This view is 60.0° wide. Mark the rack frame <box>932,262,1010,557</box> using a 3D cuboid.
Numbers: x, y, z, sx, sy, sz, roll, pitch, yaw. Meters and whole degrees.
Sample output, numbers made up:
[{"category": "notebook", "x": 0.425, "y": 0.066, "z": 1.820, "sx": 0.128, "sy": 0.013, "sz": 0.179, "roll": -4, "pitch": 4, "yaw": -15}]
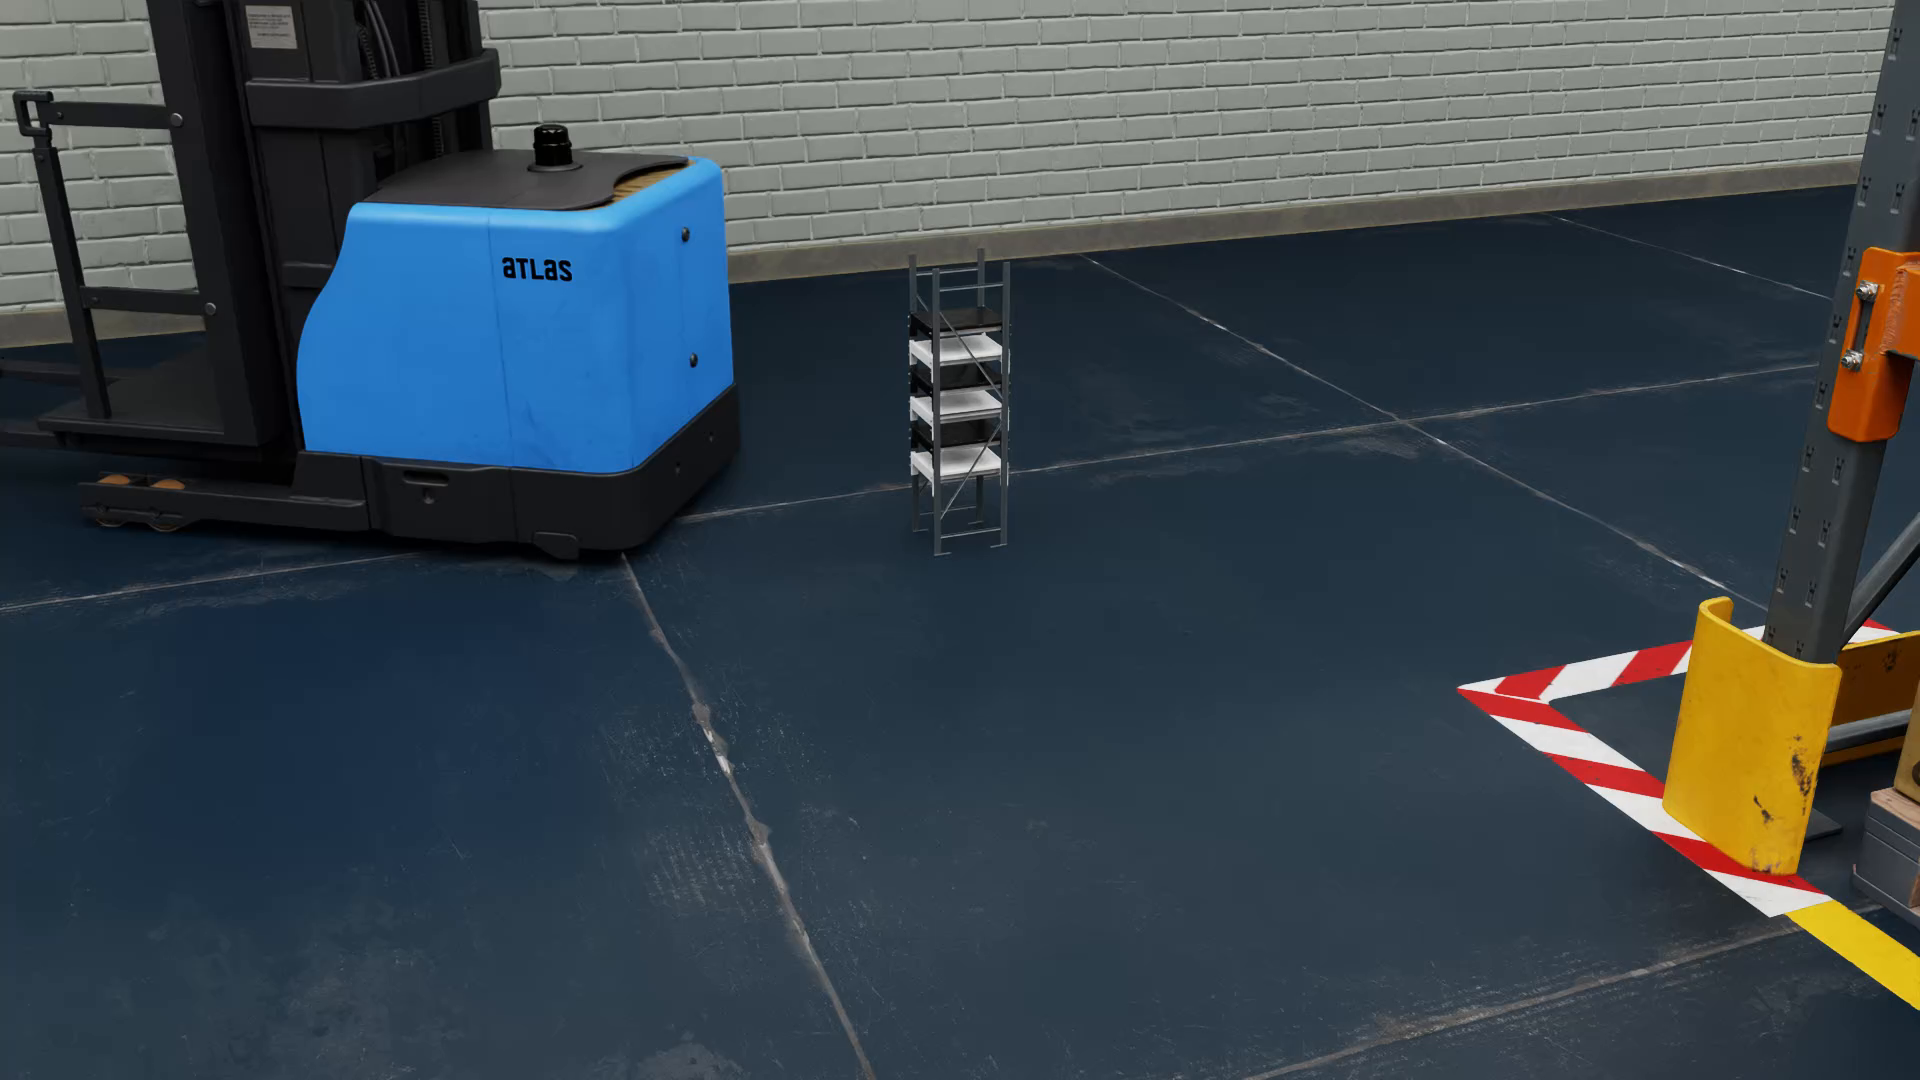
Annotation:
[{"category": "rack frame", "x": 0.033, "y": -0.381, "z": 4.995, "sx": 0.240, "sy": 0.900, "sz": 0.006, "roll": -8, "pitch": 24, "yaw": -19}]

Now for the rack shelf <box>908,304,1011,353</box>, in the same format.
[{"category": "rack shelf", "x": -0.003, "y": -0.636, "z": 4.990, "sx": 0.258, "sy": 0.077, "sz": 0.200, "roll": -8, "pitch": 24, "yaw": -19}]

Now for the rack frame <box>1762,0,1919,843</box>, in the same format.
[{"category": "rack frame", "x": 2.202, "y": -0.791, "z": 3.265, "sx": 1.000, "sy": 3.000, "sz": 0.127, "roll": -8, "pitch": 24, "yaw": -19}]

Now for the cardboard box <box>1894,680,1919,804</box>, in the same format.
[{"category": "cardboard box", "x": 2.503, "y": 0.216, "z": 3.070, "sx": 0.875, "sy": 0.875, "sz": 0.875, "roll": -8, "pitch": 24, "yaw": -19}]

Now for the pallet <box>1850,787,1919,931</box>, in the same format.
[{"category": "pallet", "x": 2.558, "y": 0.774, "z": 3.142, "sx": 1.003, "sy": 0.211, "sz": 1.213, "roll": -8, "pitch": 24, "yaw": -19}]

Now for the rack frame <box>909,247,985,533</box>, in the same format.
[{"category": "rack frame", "x": -0.039, "y": -0.455, "z": 5.170, "sx": 0.240, "sy": 0.900, "sz": 0.006, "roll": -8, "pitch": 24, "yaw": -19}]

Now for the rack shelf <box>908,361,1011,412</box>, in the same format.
[{"category": "rack shelf", "x": -0.003, "y": -0.470, "z": 5.060, "sx": 0.258, "sy": 0.077, "sz": 0.200, "roll": -8, "pitch": 24, "yaw": -19}]

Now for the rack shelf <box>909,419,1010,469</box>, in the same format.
[{"category": "rack shelf", "x": -0.003, "y": -0.304, "z": 5.130, "sx": 0.258, "sy": 0.077, "sz": 0.200, "roll": -8, "pitch": 24, "yaw": -19}]

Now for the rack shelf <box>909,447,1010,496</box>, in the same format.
[{"category": "rack shelf", "x": -0.003, "y": -0.221, "z": 5.165, "sx": 0.258, "sy": 0.077, "sz": 0.200, "roll": -8, "pitch": 24, "yaw": -19}]

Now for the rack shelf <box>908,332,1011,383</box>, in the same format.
[{"category": "rack shelf", "x": -0.003, "y": -0.553, "z": 5.025, "sx": 0.258, "sy": 0.077, "sz": 0.200, "roll": -8, "pitch": 24, "yaw": -19}]

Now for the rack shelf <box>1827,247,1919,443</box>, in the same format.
[{"category": "rack shelf", "x": 2.909, "y": 0.267, "z": 1.680, "sx": 1.077, "sy": 0.370, "sz": 4.000, "roll": -8, "pitch": 24, "yaw": -19}]

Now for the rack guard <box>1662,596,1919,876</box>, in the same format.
[{"category": "rack guard", "x": 2.194, "y": 0.352, "z": 3.771, "sx": 1.175, "sy": 0.500, "sz": 0.348, "roll": -8, "pitch": 24, "yaw": -19}]

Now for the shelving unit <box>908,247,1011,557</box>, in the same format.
[{"category": "shelving unit", "x": -0.003, "y": -0.418, "z": 5.082, "sx": 0.258, "sy": 0.900, "sz": 0.210, "roll": -8, "pitch": 24, "yaw": -19}]

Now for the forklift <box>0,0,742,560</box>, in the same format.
[{"category": "forklift", "x": -2.339, "y": -1.569, "z": 5.198, "sx": 3.031, "sy": 2.935, "sz": 1.130, "roll": 5, "pitch": 23, "yaw": 11}]

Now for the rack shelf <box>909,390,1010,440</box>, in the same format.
[{"category": "rack shelf", "x": -0.003, "y": -0.387, "z": 5.095, "sx": 0.258, "sy": 0.077, "sz": 0.200, "roll": -8, "pitch": 24, "yaw": -19}]
